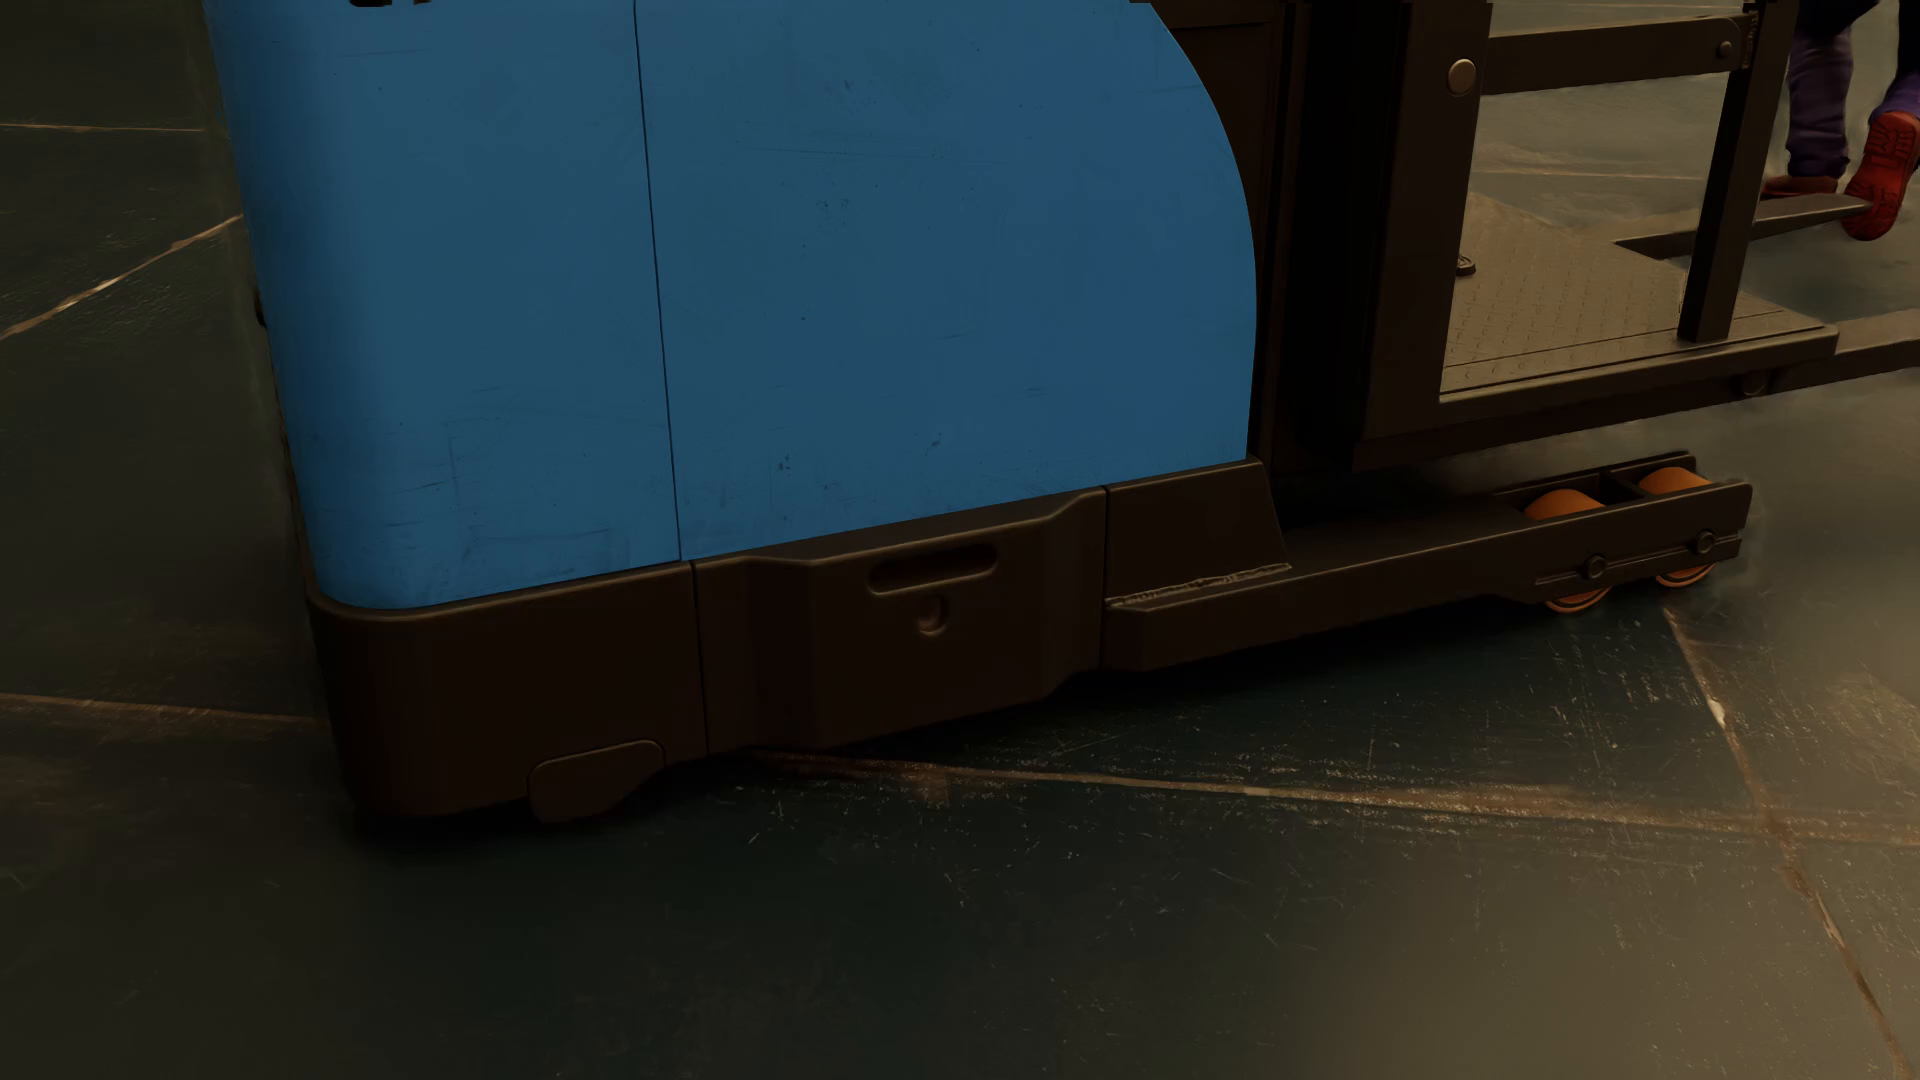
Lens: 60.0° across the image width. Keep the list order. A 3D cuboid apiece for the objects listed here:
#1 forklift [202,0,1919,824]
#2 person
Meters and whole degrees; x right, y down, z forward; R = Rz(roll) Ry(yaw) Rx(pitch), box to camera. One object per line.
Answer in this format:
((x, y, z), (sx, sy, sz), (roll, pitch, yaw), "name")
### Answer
((0.562, -1.418, 2.058), (3.031, 2.935, 1.130), (-11, 28, -20), "forklift")
((2.083, -1.428, 3.779), (0.601, 1.431, 0.759), (4, 27, 8), "person")
